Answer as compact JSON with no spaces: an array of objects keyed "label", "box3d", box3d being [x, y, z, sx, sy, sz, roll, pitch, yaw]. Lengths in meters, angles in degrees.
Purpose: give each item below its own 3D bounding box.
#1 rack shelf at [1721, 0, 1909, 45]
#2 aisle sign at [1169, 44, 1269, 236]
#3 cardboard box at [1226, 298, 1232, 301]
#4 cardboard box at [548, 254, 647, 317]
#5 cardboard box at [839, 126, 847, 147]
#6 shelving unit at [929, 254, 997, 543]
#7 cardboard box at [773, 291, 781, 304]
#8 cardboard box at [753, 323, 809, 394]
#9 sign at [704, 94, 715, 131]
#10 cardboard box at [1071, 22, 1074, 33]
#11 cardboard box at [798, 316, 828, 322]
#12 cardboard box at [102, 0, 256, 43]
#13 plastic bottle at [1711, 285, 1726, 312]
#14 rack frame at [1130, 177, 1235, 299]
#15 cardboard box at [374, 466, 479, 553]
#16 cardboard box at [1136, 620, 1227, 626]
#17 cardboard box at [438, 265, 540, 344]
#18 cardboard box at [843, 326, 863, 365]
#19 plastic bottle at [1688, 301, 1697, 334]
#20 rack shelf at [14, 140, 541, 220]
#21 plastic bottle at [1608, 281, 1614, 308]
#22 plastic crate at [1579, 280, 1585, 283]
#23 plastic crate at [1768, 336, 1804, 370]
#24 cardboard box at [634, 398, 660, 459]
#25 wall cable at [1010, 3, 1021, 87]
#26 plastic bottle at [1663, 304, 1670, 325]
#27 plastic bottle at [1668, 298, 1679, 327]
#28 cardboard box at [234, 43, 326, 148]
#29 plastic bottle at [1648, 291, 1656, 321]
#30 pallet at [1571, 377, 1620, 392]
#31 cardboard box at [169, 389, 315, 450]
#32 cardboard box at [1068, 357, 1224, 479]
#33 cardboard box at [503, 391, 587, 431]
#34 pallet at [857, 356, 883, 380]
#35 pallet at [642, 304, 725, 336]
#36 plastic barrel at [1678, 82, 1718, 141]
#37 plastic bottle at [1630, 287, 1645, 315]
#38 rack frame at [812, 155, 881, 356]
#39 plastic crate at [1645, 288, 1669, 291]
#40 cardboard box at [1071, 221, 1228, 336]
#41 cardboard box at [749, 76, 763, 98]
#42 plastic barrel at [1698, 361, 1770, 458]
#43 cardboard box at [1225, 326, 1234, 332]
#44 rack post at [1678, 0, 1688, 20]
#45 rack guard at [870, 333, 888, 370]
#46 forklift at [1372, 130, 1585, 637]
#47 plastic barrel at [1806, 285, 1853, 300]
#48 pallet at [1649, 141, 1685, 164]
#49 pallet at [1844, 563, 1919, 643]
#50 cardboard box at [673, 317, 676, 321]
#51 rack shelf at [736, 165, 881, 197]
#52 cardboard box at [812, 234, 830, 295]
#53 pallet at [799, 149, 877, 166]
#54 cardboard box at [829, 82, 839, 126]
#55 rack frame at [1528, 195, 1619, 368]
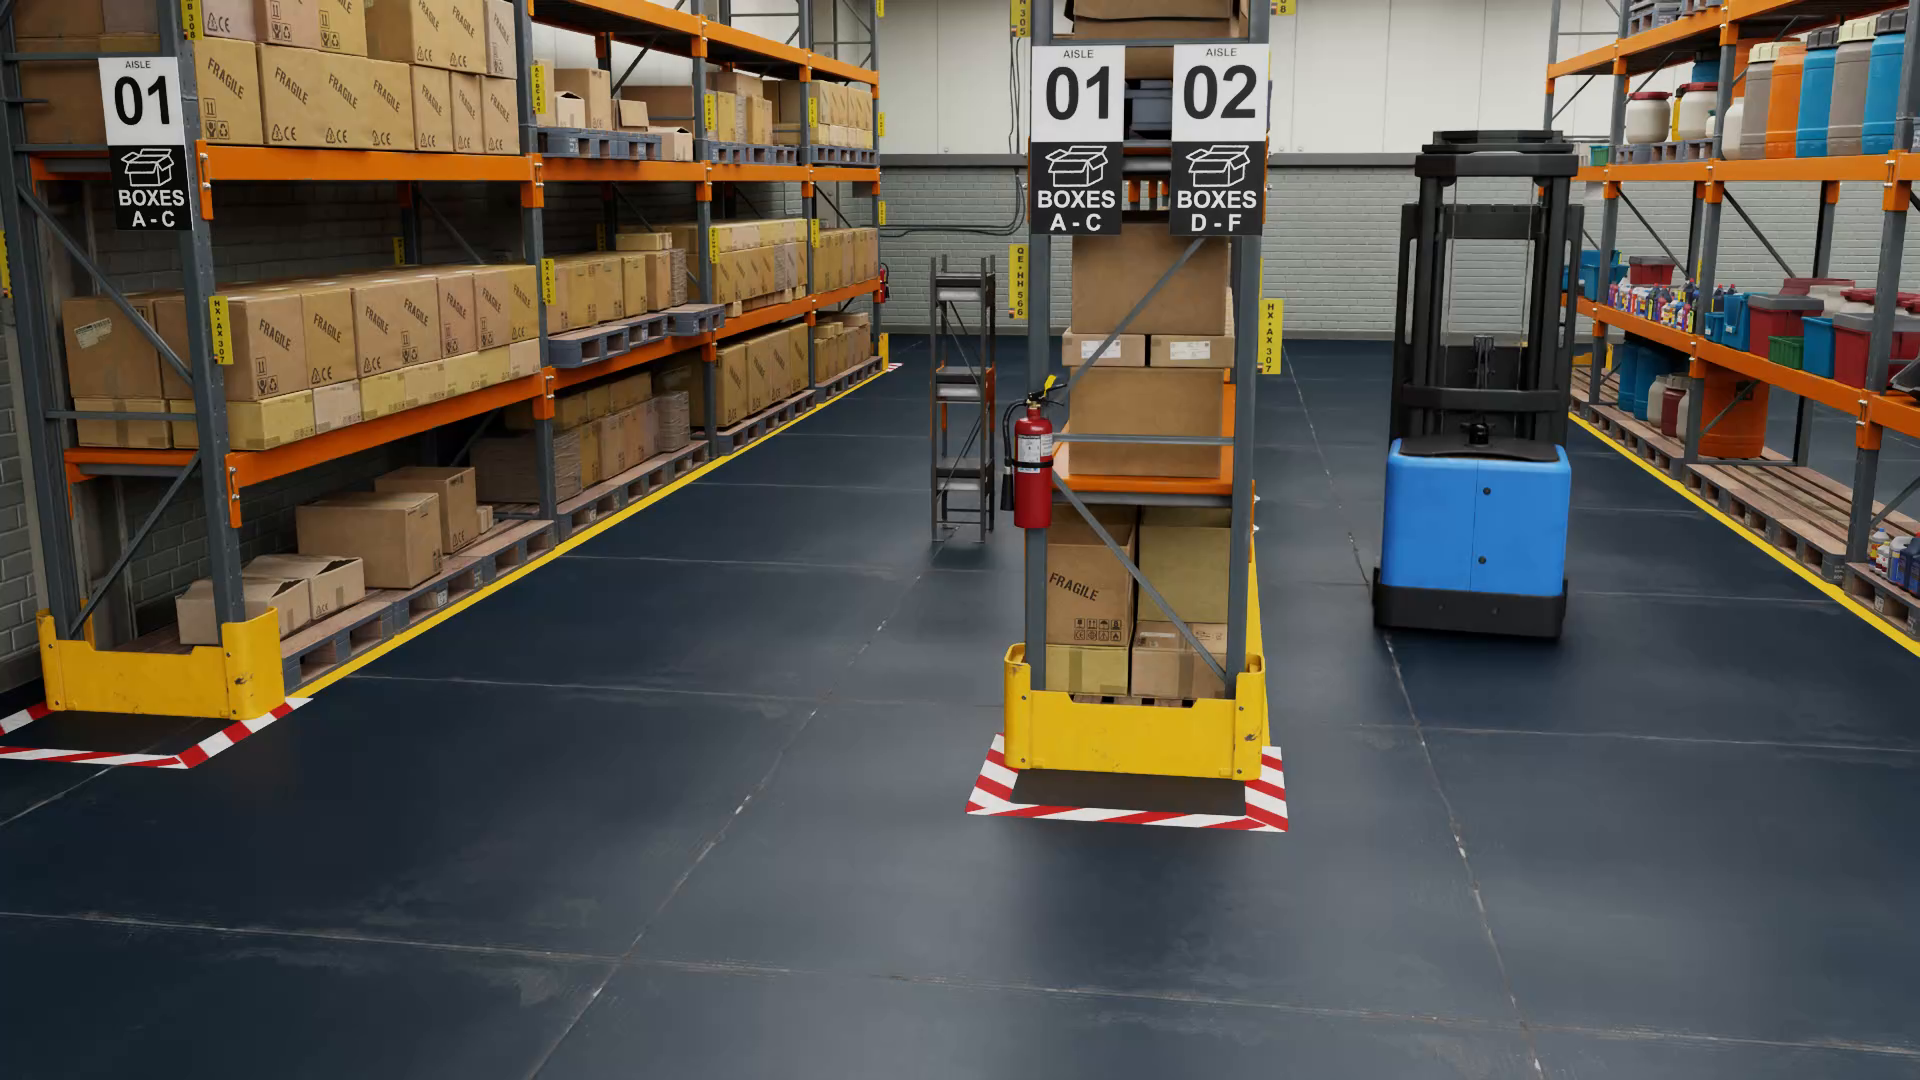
[{"label":"rack shelf","box3d":[6.619,-3.916,11.960,1.077,0.370,4.000,2,12,9]},{"label":"aisle sign","box3d":[1.095,-1.690,7.043,0.394,0.787,0.004,2,12,9]},{"label":"cardboard box","box3d":[1.429,-1.366,9.934,0.380,0.149,0.250,2,12,8]},{"label":"cardboard box","box3d":[-3.094,-2.173,14.176,0.700,0.500,0.500,2,12,9]},{"label":"cardboard box","box3d":[-1.716,-5.095,21.018,0.500,0.250,0.500,2,12,7]},{"label":"shelving unit","box3d":[0.025,-1.061,12.432,0.431,2.100,0.503,2,12,9]},{"label":"cardboard box","box3d":[-2.205,-2.696,18.433,0.380,0.149,0.250,2,12,9]},{"label":"cardboard box","box3d":[-2.219,-2.115,19.294,0.750,0.750,0.750,2,12,9]},{"label":"sign","box3d":[-2.327,-3.969,15.441,0.100,0.325,0.005,2,12,9]},{"label":"cardboard box","box3d":[1.040,-2.727,9.333,0.797,0.503,0.637,3,13,15]},{"label":"cardboard box","box3d":[-1.974,-2.906,22.256,0.380,0.149,0.250,2,12,9]},{"label":"cardboard box","box3d":[-3.794,-2.688,8.069,0.500,0.500,0.500,1,12,5]},{"label":"plastic bottle","box3d":[7.384,-2.301,16.166,0.144,0.351,0.185,2,12,9]},{"label":"rack frame","box3d":[2.033,-2.108,15.154,1.000,3.000,0.127,2,12,9]},{"label":"cardboard box","box3d":[-3.598,-0.211,11.240,0.500,0.500,0.500,1,12,4]},{"label":"cardboard box","box3d":[1.178,0.488,8.640,0.500,0.250,0.500,2,12,9]},{"label":"cardboard box","box3d":[-3.245,-1.630,11.463,0.500,0.500,0.500,2,12,9]},{"label":"cardboard box","box3d":[-1.718,-2.663,22.667,0.700,0.500,0.500,2,12,8]},{"label":"plastic bottle","box3d":[6.567,-1.988,14.873,0.061,0.283,0.133,2,12,9]},{"label":"rack shelf","box3d":[-3.785,-2.133,9.859,1.077,0.370,4.000,2,12,9]},{"label":"plastic bottle","box3d":[7.064,-2.660,17.992,0.061,0.283,0.133,2,12,9]},{"label":"plastic crate","box3d":[7.513,-3.052,20.018,0.293,0.136,0.466,2,12,9]},{"label":"plastic crate","box3d":[6.301,-1.382,12.289,0.450,0.188,0.662,2,12,9]},{"label":"cardboard box","box3d":[-3.116,-1.006,14.929,0.700,0.500,0.500,2,12,9]},{"label":"wall cable","box3d":[2.264,-8.895,27.788,3.097,2.526,0.112,2,12,9]},{"label":"plastic bottle","box3d":[6.729,-2.141,15.777,0.097,0.201,0.097,0,12,0]},{"label":"plastic bottle","box3d":[6.699,-2.134,15.582,0.097,0.271,0.097,0,12,0]},{"label":"cardboard box","box3d":[-3.676,-2.299,8.638,0.500,0.500,0.500,3,12,12]},{"label":"plastic bottle","box3d":[6.792,-2.292,16.284,0.061,0.283,0.133,2,12,9]},{"label":"pallet","box3d":[7.802,-1.825,20.461,1.003,0.211,1.213,2,12,9]},{"label":"cardboard box","box3d":[-3.704,-0.630,8.605,0.500,0.250,0.500,2,12,7]},{"label":"cardboard box","box3d":[0.887,-0.588,7.865,0.700,0.500,0.500,2,12,9]},{"label":"cardboard box","box3d":[-3.316,-1.040,13.309,0.500,0.250,0.500,2,12,7]},{"label":"pallet","box3d":[-1.678,-2.401,23.132,1.003,0.211,1.213,2,12,9]},{"label":"pallet","box3d":[-2.867,-2.022,15.211,1.213,0.211,1.003,2,12,9]},{"label":"plastic barrel","box3d":[7.051,-4.059,15.766,0.433,0.535,0.433,0,12,0]},{"label":"plastic bottle","box3d":[6.952,-2.442,16.998,0.152,0.276,0.135,2,12,9]},{"label":"rack frame","box3d":[-1.632,-3.933,23.623,1.000,3.000,0.127,2,12,9]},{"label":"plastic crate","box3d":[7.755,-2.772,18.719,0.396,0.136,0.243,2,12,9]},{"label":"cardboard box","box3d":[0.895,-1.233,7.780,0.700,0.500,0.500,2,12,9]},{"label":"cardboard box","box3d":[-2.512,-5.018,18.477,0.500,0.250,0.500,3,12,13]},{"label":"plastic barrel","box3d":[6.985,-1.193,15.065,0.600,0.830,0.708,2,12,9]},{"label":"cardboard box","box3d":[1.114,-0.938,7.950,0.380,0.149,0.250,2,12,7]},{"label":"rack post","box3d":[7.356,-5.042,15.716,0.937,0.300,0.954,3,13,15]},{"label":"rack guard","box3d":[-1.628,-2.716,23.909,1.175,0.500,0.348,2,12,9]},{"label":"forklift","box3d":[3.382,-1.135,10.801,1.130,2.935,3.031,4,13,16]},{"label":"plastic barrel","box3d":[6.980,-1.780,13.368,0.421,0.512,0.421,0,12,0]},{"label":"pallet","box3d":[7.346,-3.751,16.106,1.003,0.211,1.213,2,12,9]},{"label":"pallet","box3d":[6.167,0.388,10.193,1.003,0.211,1.213,2,12,9]},{"label":"cardboard box","box3d":[-2.583,-2.216,16.203,0.380,0.149,0.250,2,12,8]},{"label":"rack shelf","box3d":[-1.940,-4.631,21.451,1.077,0.370,4.000,2,12,9]},{"label":"cardboard box","box3d":[-2.148,-3.359,20.249,0.980,0.700,0.700,2,12,10]},{"label":"pallet","box3d":[-1.736,-5.201,22.598,1.003,0.211,1.213,2,12,9]},{"label":"cardboard box","box3d":[-1.788,-5.361,20.469,0.500,0.500,0.500,2,12,7]},{"label":"rack frame","box3d":[8.157,-3.612,22.133,1.000,3.000,0.127,2,12,9]}]
